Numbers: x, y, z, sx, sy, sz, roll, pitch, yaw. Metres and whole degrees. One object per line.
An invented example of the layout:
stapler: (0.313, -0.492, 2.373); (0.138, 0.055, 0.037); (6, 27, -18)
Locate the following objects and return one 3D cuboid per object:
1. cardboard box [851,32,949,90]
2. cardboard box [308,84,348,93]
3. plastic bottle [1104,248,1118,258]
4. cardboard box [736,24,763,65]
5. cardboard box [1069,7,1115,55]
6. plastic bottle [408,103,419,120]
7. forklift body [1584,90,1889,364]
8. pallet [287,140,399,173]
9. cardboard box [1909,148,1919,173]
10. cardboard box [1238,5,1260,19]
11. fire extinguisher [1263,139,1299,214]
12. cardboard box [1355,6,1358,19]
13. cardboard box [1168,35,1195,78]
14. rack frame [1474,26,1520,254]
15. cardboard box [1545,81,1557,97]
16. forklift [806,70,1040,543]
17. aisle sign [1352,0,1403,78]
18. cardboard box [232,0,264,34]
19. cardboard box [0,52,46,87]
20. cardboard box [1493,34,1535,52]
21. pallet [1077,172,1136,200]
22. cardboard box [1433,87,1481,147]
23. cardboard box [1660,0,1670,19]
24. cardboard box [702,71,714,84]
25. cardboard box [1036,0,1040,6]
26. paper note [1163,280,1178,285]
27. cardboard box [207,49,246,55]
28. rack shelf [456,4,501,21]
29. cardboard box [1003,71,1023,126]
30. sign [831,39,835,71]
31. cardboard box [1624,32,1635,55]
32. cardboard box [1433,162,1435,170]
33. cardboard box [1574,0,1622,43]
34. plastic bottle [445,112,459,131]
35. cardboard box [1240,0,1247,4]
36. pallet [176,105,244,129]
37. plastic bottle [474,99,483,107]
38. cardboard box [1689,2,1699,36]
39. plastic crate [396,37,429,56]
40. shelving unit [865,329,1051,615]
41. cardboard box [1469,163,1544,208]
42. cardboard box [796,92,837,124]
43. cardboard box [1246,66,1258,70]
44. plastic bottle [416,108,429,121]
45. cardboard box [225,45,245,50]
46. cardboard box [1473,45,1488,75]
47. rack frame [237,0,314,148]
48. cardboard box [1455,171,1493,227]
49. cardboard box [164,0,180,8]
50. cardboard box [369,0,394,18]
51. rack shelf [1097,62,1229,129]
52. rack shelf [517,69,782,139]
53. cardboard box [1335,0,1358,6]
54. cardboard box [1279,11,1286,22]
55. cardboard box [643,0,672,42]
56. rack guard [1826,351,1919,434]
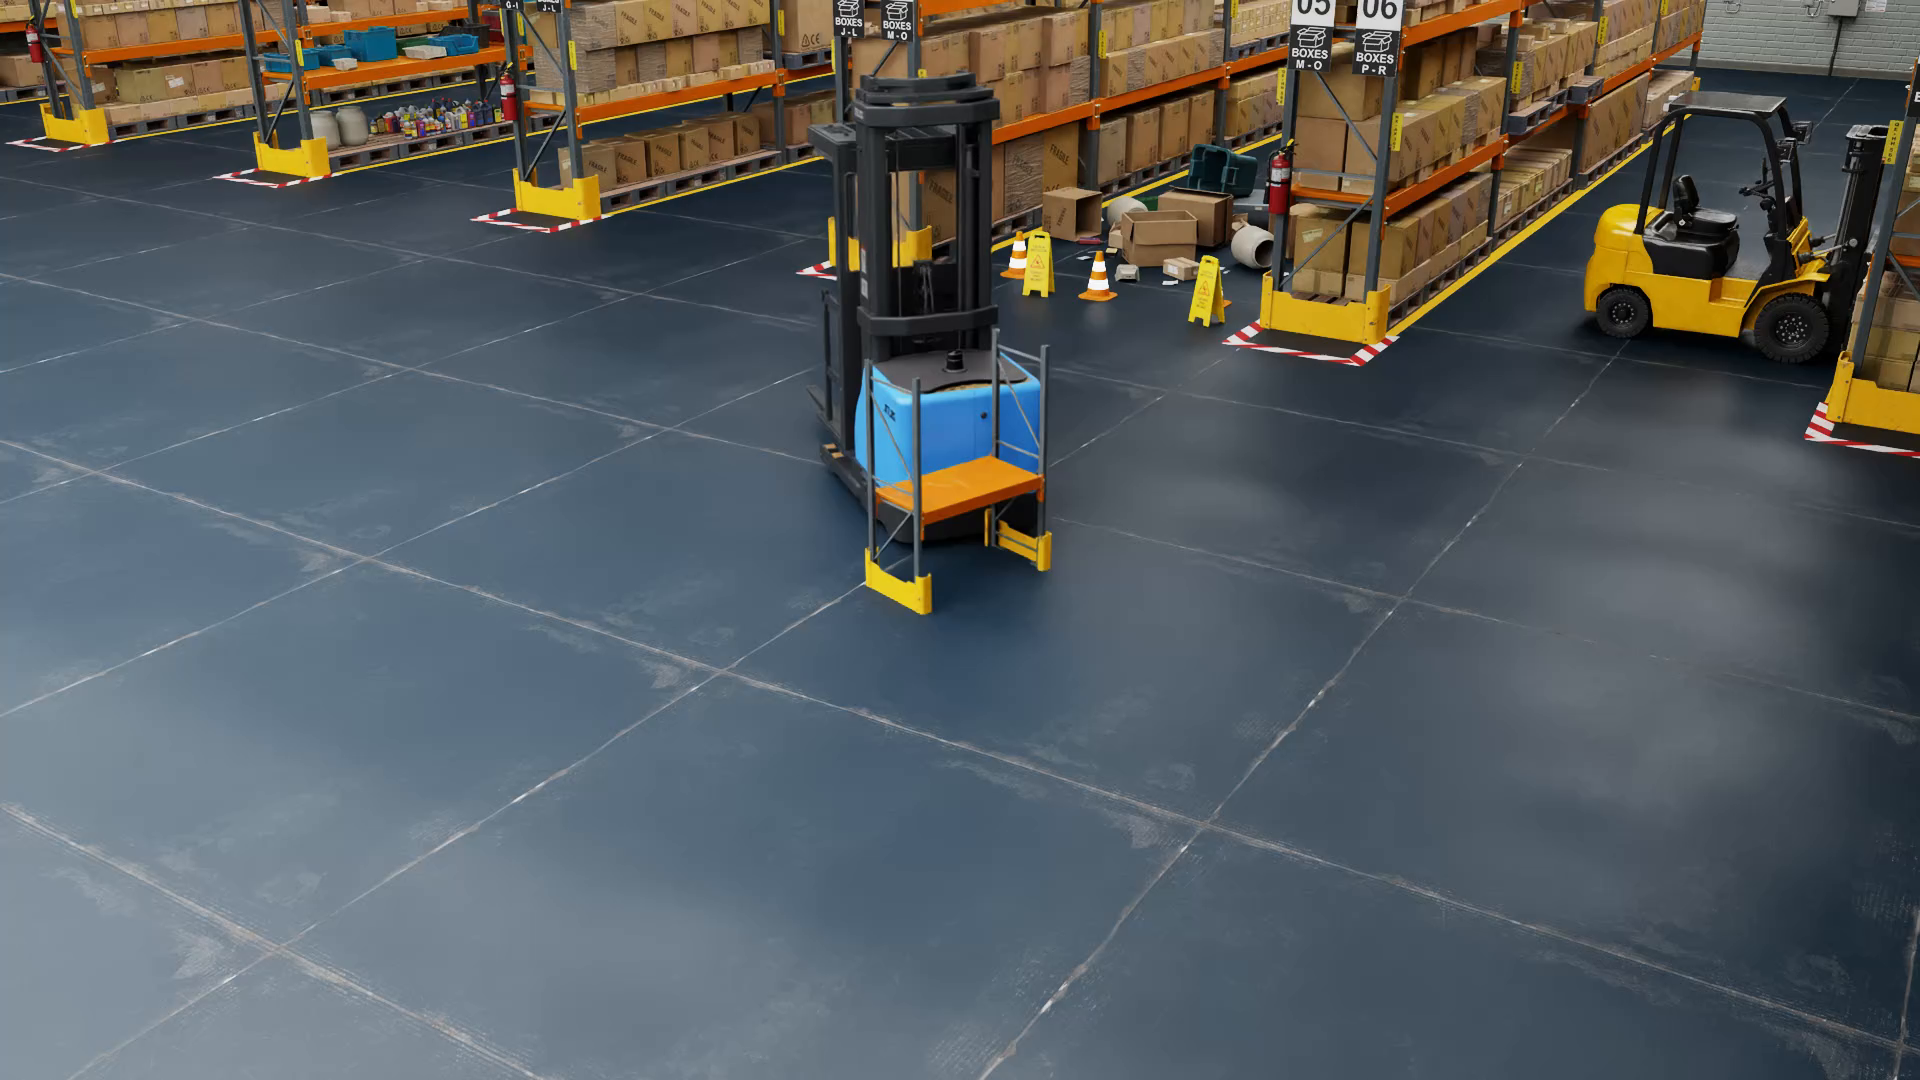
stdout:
cardboard box: (-0.626, -5.020, 17.521); (0.875, 0.550, 0.550); (14, 27, 29)
cardboard box: (-10.896, -7.854, 28.549); (0.500, 0.250, 0.500); (13, 27, 28)
plastic bottle: (1.694, -3.219, 18.608); (0.133, 0.061, 0.283); (5, 24, 11)
cardboard box: (-3.195, -6.805, 22.694); (0.875, 0.500, 0.500); (14, 27, 29)
cardboard box: (1.512, -6.362, 20.785); (0.700, 0.500, 0.500); (13, 27, 28)
plastic bottle: (-8.215, -6.393, 25.023); (0.144, 0.351, 0.185); (14, 27, 29)
forklift body: (7.073, -2.929, 15.308); (2.313, 2.155, 1.214); (14, 27, 29)
pallet: (-8.790, -5.478, 23.639); (1.003, 0.211, 1.213); (14, 27, 29)
cardboard box: (7.633, -2.941, 12.951); (0.380, 0.149, 0.250); (14, 27, 29)
cardboard box: (4.186, -7.766, 24.453); (0.380, 0.149, 0.250); (13, 26, 27)
fire extinguisher: (2.952, -3.357, 15.327); (0.296, 0.674, 0.183); (14, 27, 29)
cardboard box: (3.458, -4.866, 15.255); (0.380, 0.149, 0.250); (14, 27, 29)
cardboard box: (2.827, -6.539, 22.453); (0.500, 0.500, 0.500); (13, 27, 28)
rack frame: (5.514, -4.685, 18.296); (1.000, 3.000, 0.127); (14, 27, 29)
cardboard box: (6.785, -5.317, 19.543); (0.380, 0.149, 0.250); (15, 28, 31)
forklift: (-0.419, -1.882, 11.908); (1.130, 2.935, 3.031); (-8, 25, -18)
aisle sign: (3.634, -4.442, 14.463); (0.394, 0.787, 0.004); (14, 27, 29)
cardboard box: (-11.821, -8.554, 27.109); (0.700, 0.500, 0.500); (14, 27, 28)
cardboard box: (-16.468, -8.225, 29.066); (0.700, 0.500, 0.500); (12, 26, 26)
cardboard box: (6.062, -5.442, 18.201); (0.380, 0.149, 0.250); (14, 27, 29)
pallet: (1.598, -4.685, 21.806); (1.003, 0.211, 1.213); (14, 27, 29)
cardboard box: (4.955, -4.314, 16.939); (0.500, 0.500, 0.500); (15, 27, 30)
cardboard box: (10.191, -8.000, 24.569); (0.500, 0.500, 0.500); (14, 27, 29)
cardboard box: (-3.471, -6.101, 21.883); (0.380, 0.149, 0.250); (14, 27, 29)
cardboard box: (1.033, -9.127, 28.432); (0.500, 0.500, 0.500); (15, 27, 31)
paper note: (2.211, -2.709, 17.468); (0.148, 0.019, 0.142); (5, 24, 11)
cardboard box: (-12.087, -7.853, 27.602); (0.500, 0.500, 0.500); (14, 27, 29)
rack shelf: (-8.155, -10.534, 32.713); (1.077, 0.370, 4.000); (14, 27, 29)
cardboard box: (0.220, -5.082, 19.025); (0.875, 0.550, 0.500); (14, 27, 29)
sign: (-1.309, -5.097, 17.492); (0.100, 0.325, 0.005); (14, 27, 29)
cardboard box: (8.926, -6.823, 22.795); (0.500, 0.250, 0.500); (14, 27, 30)
cardboard box: (4.458, -3.724, 16.392); (0.380, 0.149, 0.250); (15, 28, 31)
cardboard box: (8.345, -6.824, 21.854); (0.500, 0.500, 0.500); (14, 27, 29)
plastic bottle: (-7.569, -6.246, 24.777); (0.152, 0.276, 0.135); (14, 27, 30)
cardboard box: (4.195, -8.265, 25.606); (0.380, 0.149, 0.250); (15, 28, 31)
pallet: (-12.417, -6.886, 26.891); (1.003, 0.211, 1.213); (14, 27, 29)
plastic bottle: (-7.331, -6.538, 25.358); (0.144, 0.351, 0.185); (14, 27, 29)
cardboard box: (11.536, -8.396, 26.744); (0.500, 0.500, 0.500); (13, 27, 28)
plastic crate: (-8.069, -7.303, 24.612); (0.450, 0.188, 0.662); (14, 27, 29)
shelving unit: (3.996, -3.296, 16.598); (15.973, 1.800, 5.886); (-18, 29, -36)
cardboard box: (6.530, -4.328, 20.250); (0.950, 0.372, 0.625); (15, 28, 31)
cardboard box: (-2.001, -6.365, 24.770); (0.700, 0.500, 0.500); (11, 26, 24)
cardboard box: (4.309, -7.232, 25.855); (0.500, 0.250, 0.500); (15, 28, 31)
plastic bottle: (-8.076, -6.336, 24.986); (0.152, 0.276, 0.135); (14, 27, 29)
cardboard box: (-14.364, -9.703, 32.482); (0.700, 0.500, 0.500); (14, 27, 29)
cardboard box: (5.562, -5.264, 18.605); (0.500, 0.500, 0.500); (13, 27, 28)
rack frame: (-9.223, -6.450, 22.373); (1.000, 3.000, 0.127); (14, 27, 29)
cardboard box: (5.430, -3.704, 18.019); (0.500, 0.500, 0.500); (13, 27, 28)
cardboard box: (-12.362, -8.355, 25.831); (0.380, 0.149, 0.250); (13, 27, 28)
cardboard box: (-10.358, -9.487, 29.264); (0.500, 0.500, 0.500); (14, 27, 29)
rack shelf: (2.310, -6.033, 22.316); (1.077, 0.370, 4.000); (14, 27, 29)
rack shelf: (-3.960, -5.756, 21.677); (1.077, 0.370, 4.000); (14, 27, 29)
cardboard box: (3.445, -5.008, 15.082); (0.500, 0.250, 0.500); (13, 27, 28)
cardboard box: (4.741, -7.981, 25.323); (0.380, 0.149, 0.250); (14, 27, 29)
cardboard box: (-3.962, -6.518, 20.771); (0.500, 0.500, 0.500); (14, 27, 29)
rack guard: (7.610, -1.141, 13.256); (1.175, 0.500, 0.348); (14, 27, 29)
